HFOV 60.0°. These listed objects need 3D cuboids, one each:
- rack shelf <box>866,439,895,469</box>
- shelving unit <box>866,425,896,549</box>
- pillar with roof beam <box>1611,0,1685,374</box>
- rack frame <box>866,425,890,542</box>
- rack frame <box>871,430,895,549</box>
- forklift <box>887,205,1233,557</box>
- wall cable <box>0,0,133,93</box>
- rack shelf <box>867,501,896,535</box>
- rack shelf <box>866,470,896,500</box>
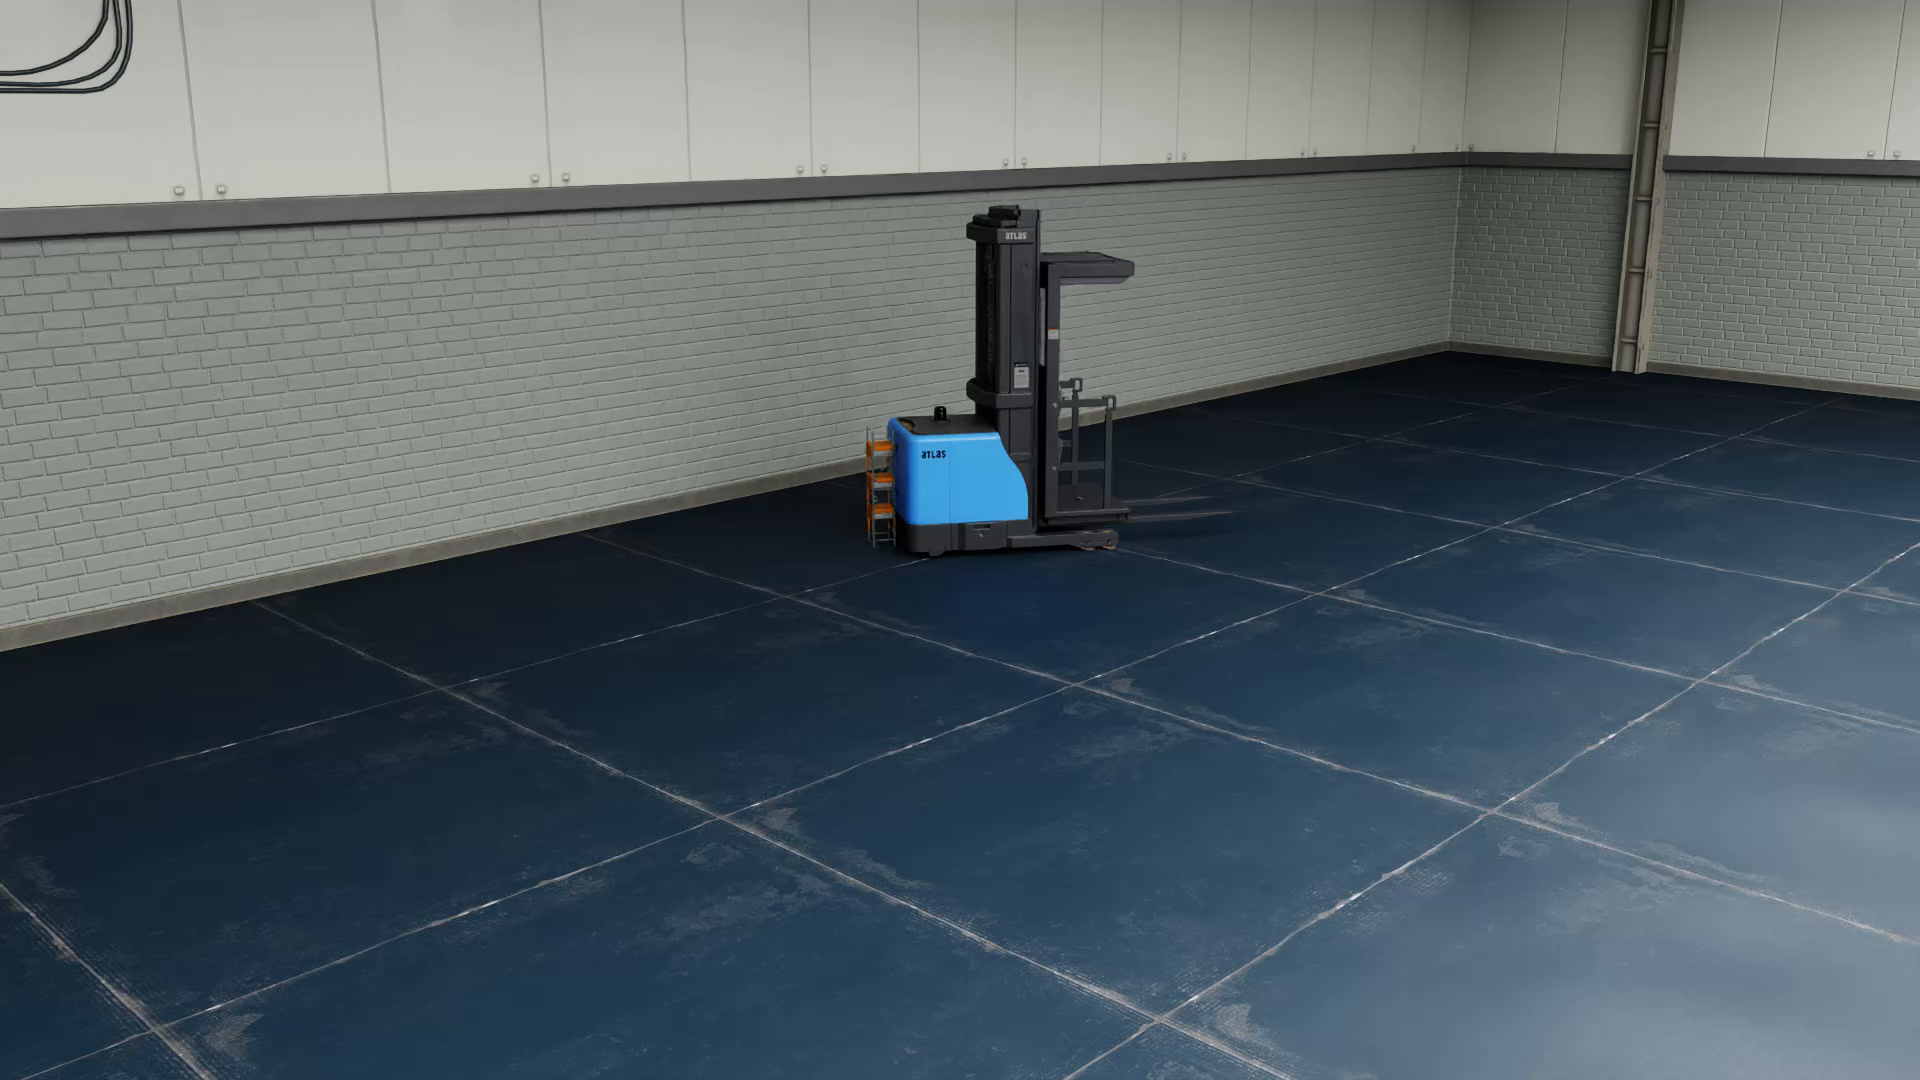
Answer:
[{"bbox_3d":[-0.697,-0.734,14.582,0.215,0.259,0.240,-4,15,-13],"label":"rack shelf"},{"bbox_3d":[-0.697,-0.469,14.651,0.215,1.050,0.252,-4,15,-13],"label":"shelving unit"},{"bbox_3d":[6.856,-6.060,20.343,0.400,9.000,9.100,14,20,42],"label":"pillar with roof beam"},{"bbox_3d":[-0.726,-0.499,14.765,0.200,1.050,0.008,-4,15,-13],"label":"rack frame"},{"bbox_3d":[-0.668,-0.439,14.536,0.200,1.050,0.008,-4,15,-13],"label":"rack frame"},{"bbox_3d":[0.916,-1.450,14.685,3.031,2.935,1.130,-3,15,-13],"label":"forklift"},{"bbox_3d":[-6.622,-5.246,10.472,0.169,6.003,2.305,14,20,42],"label":"wall cable"},{"bbox_3d":[-0.697,-0.190,14.724,0.215,0.259,0.240,-4,15,-13],"label":"rack shelf"},{"bbox_3d":[-0.697,-0.459,14.653,0.215,0.259,0.240,-4,15,-13],"label":"rack shelf"}]
